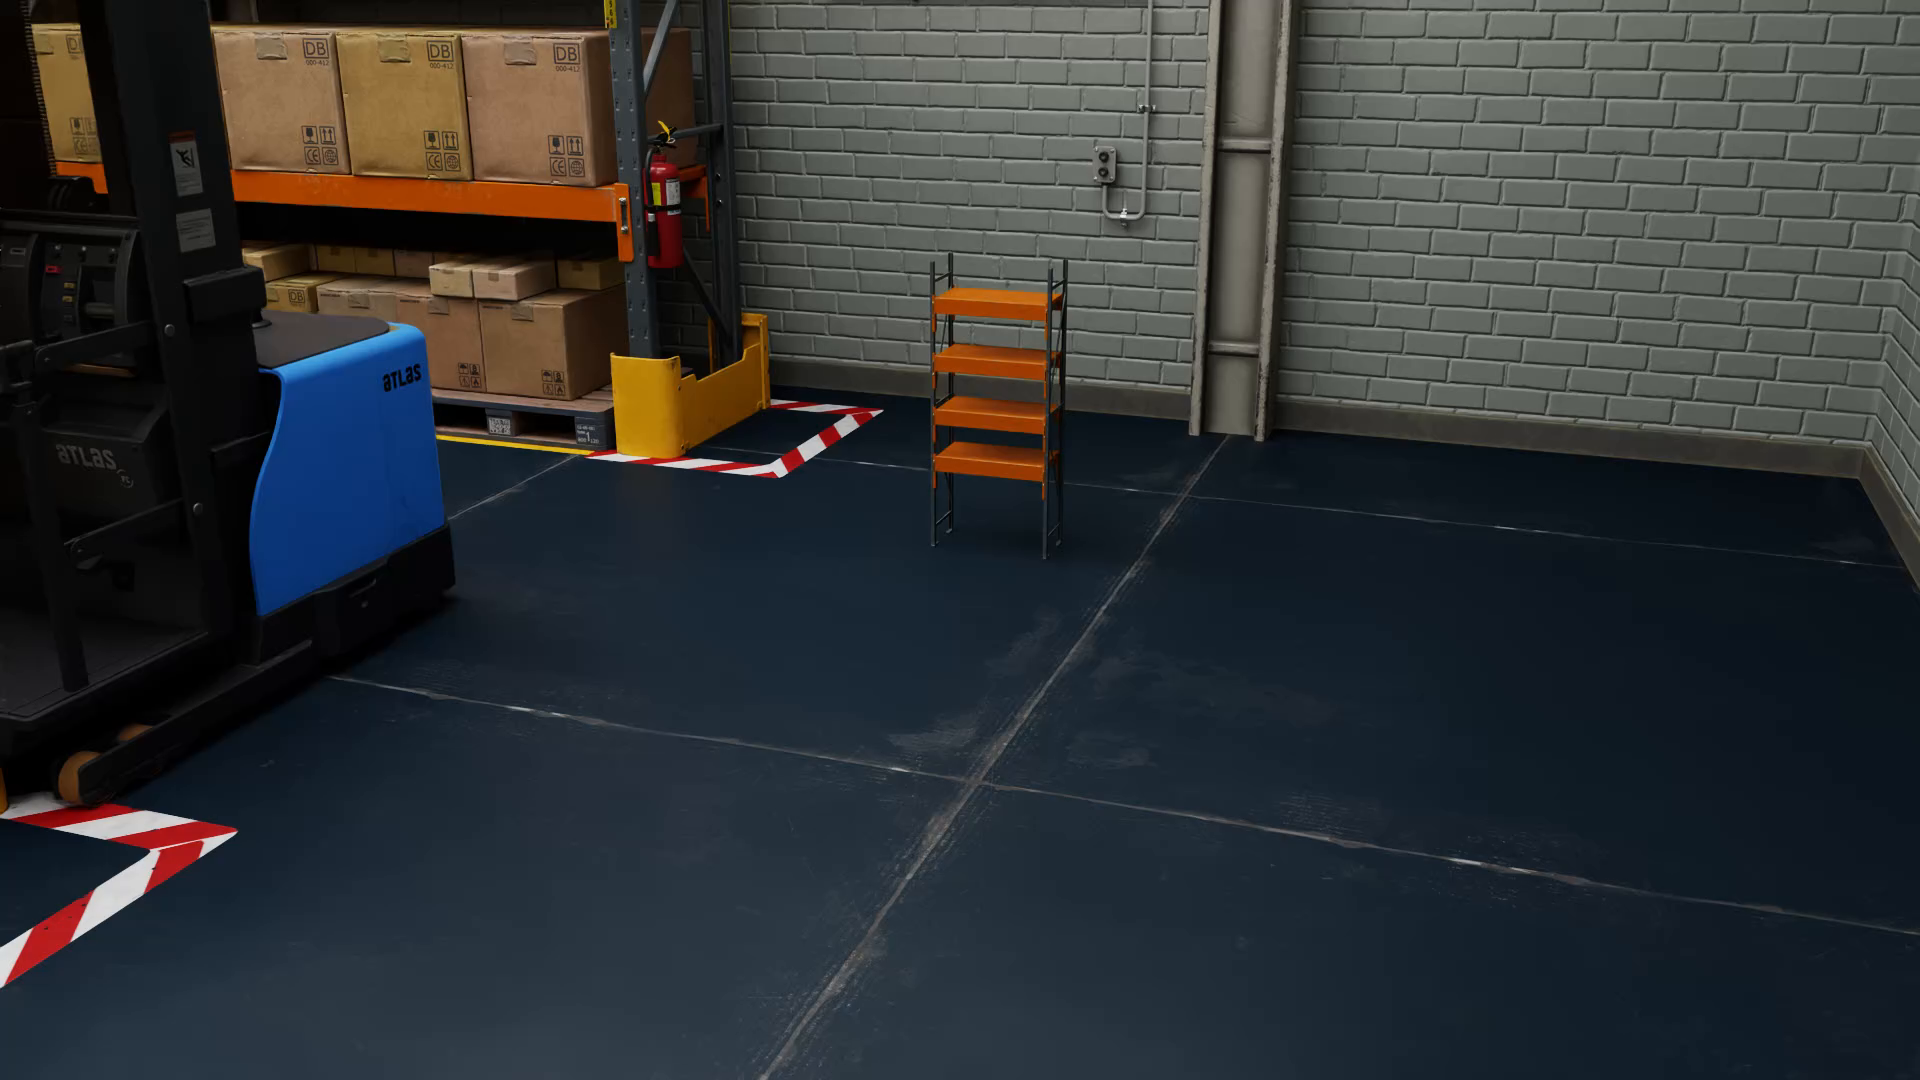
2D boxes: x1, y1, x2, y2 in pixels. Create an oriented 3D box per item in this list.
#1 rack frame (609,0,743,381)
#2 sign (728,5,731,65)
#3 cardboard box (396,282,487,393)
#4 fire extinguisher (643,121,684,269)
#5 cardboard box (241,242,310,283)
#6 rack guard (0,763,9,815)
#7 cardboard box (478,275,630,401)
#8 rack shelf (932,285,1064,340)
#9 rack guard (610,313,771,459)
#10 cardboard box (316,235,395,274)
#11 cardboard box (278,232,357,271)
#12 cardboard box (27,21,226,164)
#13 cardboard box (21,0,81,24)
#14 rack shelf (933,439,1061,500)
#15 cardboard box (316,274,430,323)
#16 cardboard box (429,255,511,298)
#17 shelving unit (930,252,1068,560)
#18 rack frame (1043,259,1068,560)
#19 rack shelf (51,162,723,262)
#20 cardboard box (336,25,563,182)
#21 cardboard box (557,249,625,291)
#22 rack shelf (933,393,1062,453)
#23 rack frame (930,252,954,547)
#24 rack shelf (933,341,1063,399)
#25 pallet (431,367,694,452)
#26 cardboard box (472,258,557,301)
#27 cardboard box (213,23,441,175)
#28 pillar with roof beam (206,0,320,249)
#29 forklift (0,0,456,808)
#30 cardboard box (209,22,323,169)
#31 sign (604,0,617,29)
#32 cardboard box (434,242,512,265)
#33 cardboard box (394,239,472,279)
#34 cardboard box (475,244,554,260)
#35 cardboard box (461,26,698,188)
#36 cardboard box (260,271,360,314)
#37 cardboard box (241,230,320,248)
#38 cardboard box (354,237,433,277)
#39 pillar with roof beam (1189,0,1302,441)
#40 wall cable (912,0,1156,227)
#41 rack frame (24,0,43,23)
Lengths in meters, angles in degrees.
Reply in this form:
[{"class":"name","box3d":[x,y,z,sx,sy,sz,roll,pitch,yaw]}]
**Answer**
[{"class":"rack frame","box3d":[-1.408,-2.013,8.295,0.127,3.000,1.000,7,20,18]},{"class":"sign","box3d":[-1.220,-2.631,8.632,0.005,0.325,0.100,7,20,18]},{"class":"cardboard box","box3d":[-2.575,-1.130,8.920,0.500,0.500,0.700,6,20,18]},{"class":"fire extinguisher","box3d":[-1.417,-1.641,7.910,0.183,0.674,0.296,7,20,18]},{"class":"cardboard box","box3d":[-3.757,-1.507,9.016,0.250,0.149,0.380,6,20,17]},{"class":"rack guard","box3d":[-3.102,0.700,4.310,0.348,0.500,1.175,7,20,18]},{"class":"cardboard box","box3d":[-2.102,-1.076,8.765,0.500,0.500,0.700,7,20,18]},{"class":"rack shelf","box3d":[0.156,-0.920,6.698,0.480,0.148,0.258,7,20,18]},{"class":"rack guard","box3d":[-1.385,-0.830,8.699,0.348,0.500,1.175,7,20,18]},{"class":"cardboard box","box3d":[-3.355,-1.595,9.268,0.250,0.149,0.380,6,20,17]},{"class":"cardboard box","box3d":[-3.600,-1.622,9.347,0.250,0.149,0.380,7,20,19]},{"class":"cardboard box","box3d":[-4.679,-2.523,9.302,0.700,0.700,0.980,7,20,19]},{"class":"cardboard box","box3d":[-5.535,-3.127,9.717,0.500,0.250,0.500,7,20,20]},{"class":"rack shelf","box3d":[0.156,-0.298,6.915,0.480,0.148,0.258,7,20,18]},{"class":"cardboard box","box3d":[-3.050,-1.184,9.075,0.500,0.500,0.700,6,20,16]},{"class":"cardboard box","box3d":[-2.525,-1.367,8.614,0.250,0.149,0.380,7,20,20]},{"class":"shelving unit","box3d":[0.156,-0.549,6.827,0.503,1.200,0.258,7,20,18]},{"class":"rack frame","box3d":[0.387,-0.522,6.752,0.015,1.200,0.240,7,20,18]},{"class":"rack shelf","box3d":[-3.297,-1.890,9.033,4.000,0.370,1.077,7,20,18]},{"class":"cardboard box","box3d":[-2.584,-2.282,8.610,0.700,0.700,0.980,6,20,18]},{"class":"cardboard box","box3d":[-1.918,-1.431,8.798,0.250,0.149,0.380,7,20,18]},{"class":"rack shelf","box3d":[0.156,-0.485,6.850,0.480,0.148,0.258,7,20,18]},{"class":"rack frame","box3d":[-0.074,-0.575,6.903,0.015,1.200,0.240,7,20,18]},{"class":"rack shelf","box3d":[0.156,-0.696,6.776,0.480,0.148,0.258,7,20,18]},{"class":"pallet","box3d":[-2.189,-0.758,8.932,1.213,0.211,1.003,7,20,18]},{"class":"cardboard box","box3d":[-2.283,-1.339,8.535,0.250,0.149,0.380,6,20,17]},{"class":"cardboard box","box3d":[-3.301,-2.367,8.854,0.700,0.700,0.980,6,20,15]},{"class":"pillar with roof beam","box3d":[-5.654,-4.133,5.261,0.400,9.000,9.100,7,20,18]},{"class":"forklift","box3d":[-2.908,-0.756,4.791,1.130,2.935,3.031,7,20,18]},{"class":"cardboard box","box3d":[-3.992,-2.443,9.071,0.700,0.700,0.980,6,20,17]},{"class":"sign","box3d":[-1.599,-2.505,7.585,0.005,0.325,0.100,7,20,18]},{"class":"cardboard box","box3d":[-2.633,-1.512,9.032,0.250,0.149,0.380,7,20,19]},{"class":"cardboard box","box3d":[-2.874,-1.540,9.110,0.250,0.149,0.380,7,20,19]},{"class":"cardboard box","box3d":[-2.397,-1.485,8.954,0.250,0.149,0.380,7,20,18]},{"class":"cardboard box","box3d":[-1.893,-2.207,8.394,0.700,0.700,0.980,7,21,21]},{"class":"cardboard box","box3d":[-3.556,-1.239,9.234,0.500,0.500,0.700,7,20,19]},{"class":"cardboard box","box3d":[-3.838,-1.650,9.426,0.250,0.149,0.380,6,20,16]},{"class":"cardboard box","box3d":[-3.116,-1.567,9.189,0.250,0.149,0.380,7,20,19]},{"class":"pillar with roof beam","box3d":[0.014,-3.485,3.402,0.400,9.000,9.100,7,20,18]},{"class":"wall cable","box3d":[0.112,-2.649,8.574,1.851,1.984,0.084,7,20,18]},{"class":"rack frame","box3d":[-5.186,-2.445,9.534,0.127,3.000,1.000,7,20,18]}]
